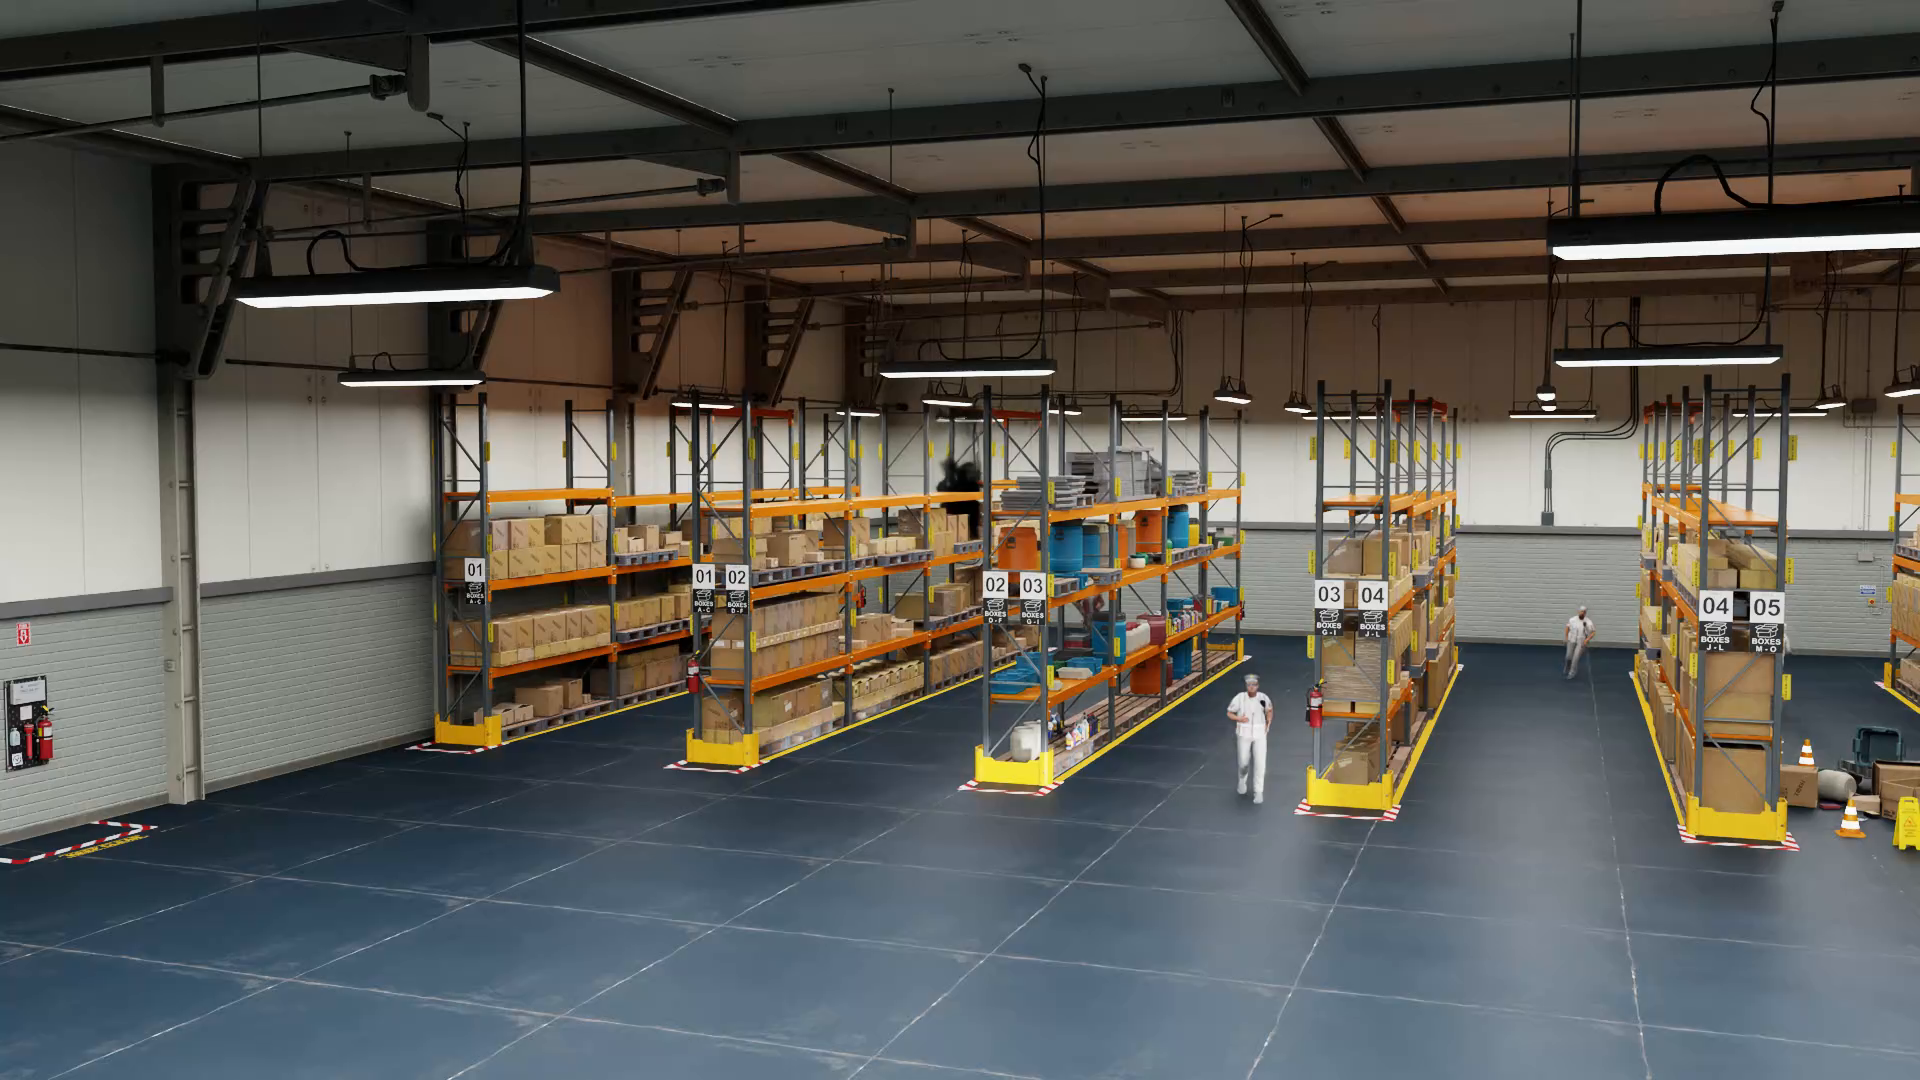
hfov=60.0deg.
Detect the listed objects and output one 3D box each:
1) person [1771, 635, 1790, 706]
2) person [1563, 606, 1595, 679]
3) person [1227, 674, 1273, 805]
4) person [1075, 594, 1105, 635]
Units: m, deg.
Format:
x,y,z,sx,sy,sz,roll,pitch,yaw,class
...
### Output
x,y,z,sx,sy,sz,roll,pitch,yaw,class
15.941,2.387,32.687,0.669,1.734,0.618,1,3,19,person
13.612,2.256,36.580,0.672,1.609,0.554,2,3,28,person
4.186,2.840,23.977,0.664,1.824,0.848,0,3,7,person
3.218,1.907,41.030,0.715,1.748,0.984,0,3,-6,person
